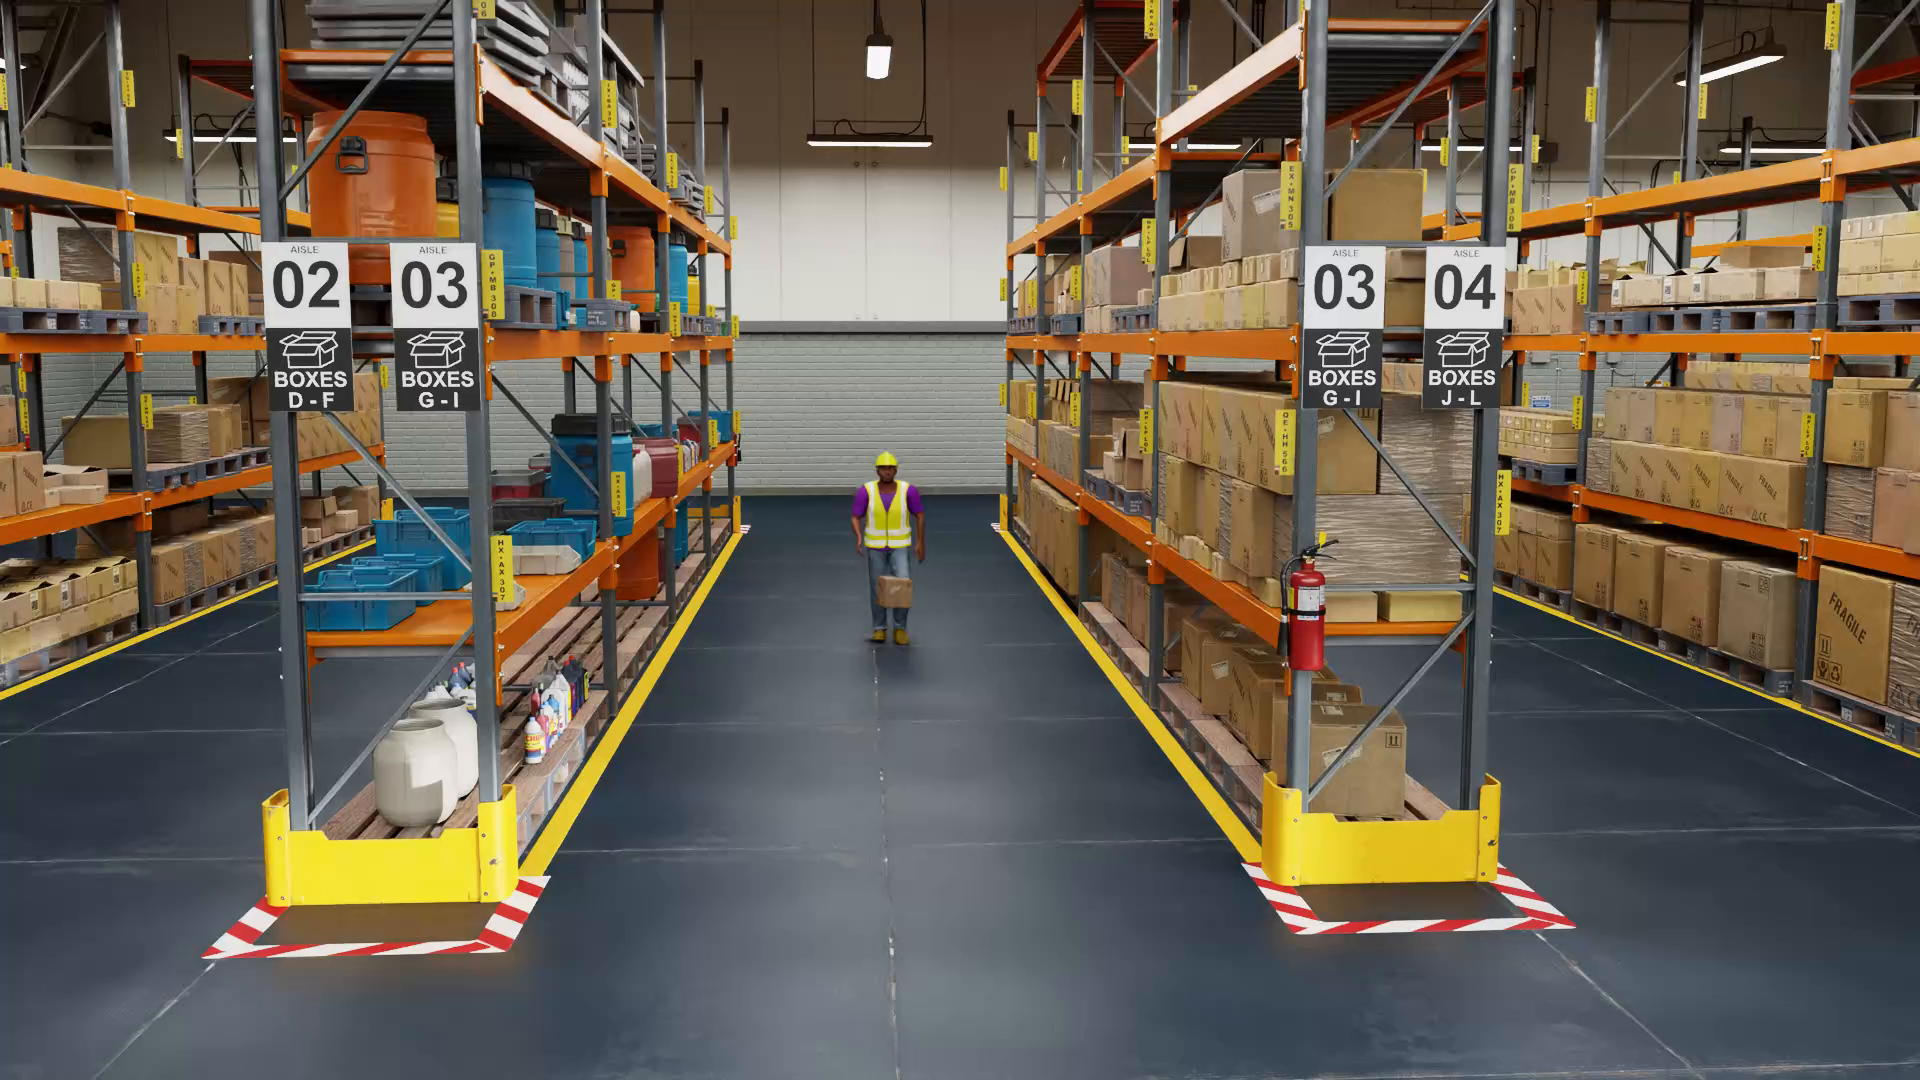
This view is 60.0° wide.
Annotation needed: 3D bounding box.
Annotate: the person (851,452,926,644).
[{"bbox_3d":[-0.652,0.071,15.133,0.680,1.745,0.590,0,7,-1],"label":"person"}]
